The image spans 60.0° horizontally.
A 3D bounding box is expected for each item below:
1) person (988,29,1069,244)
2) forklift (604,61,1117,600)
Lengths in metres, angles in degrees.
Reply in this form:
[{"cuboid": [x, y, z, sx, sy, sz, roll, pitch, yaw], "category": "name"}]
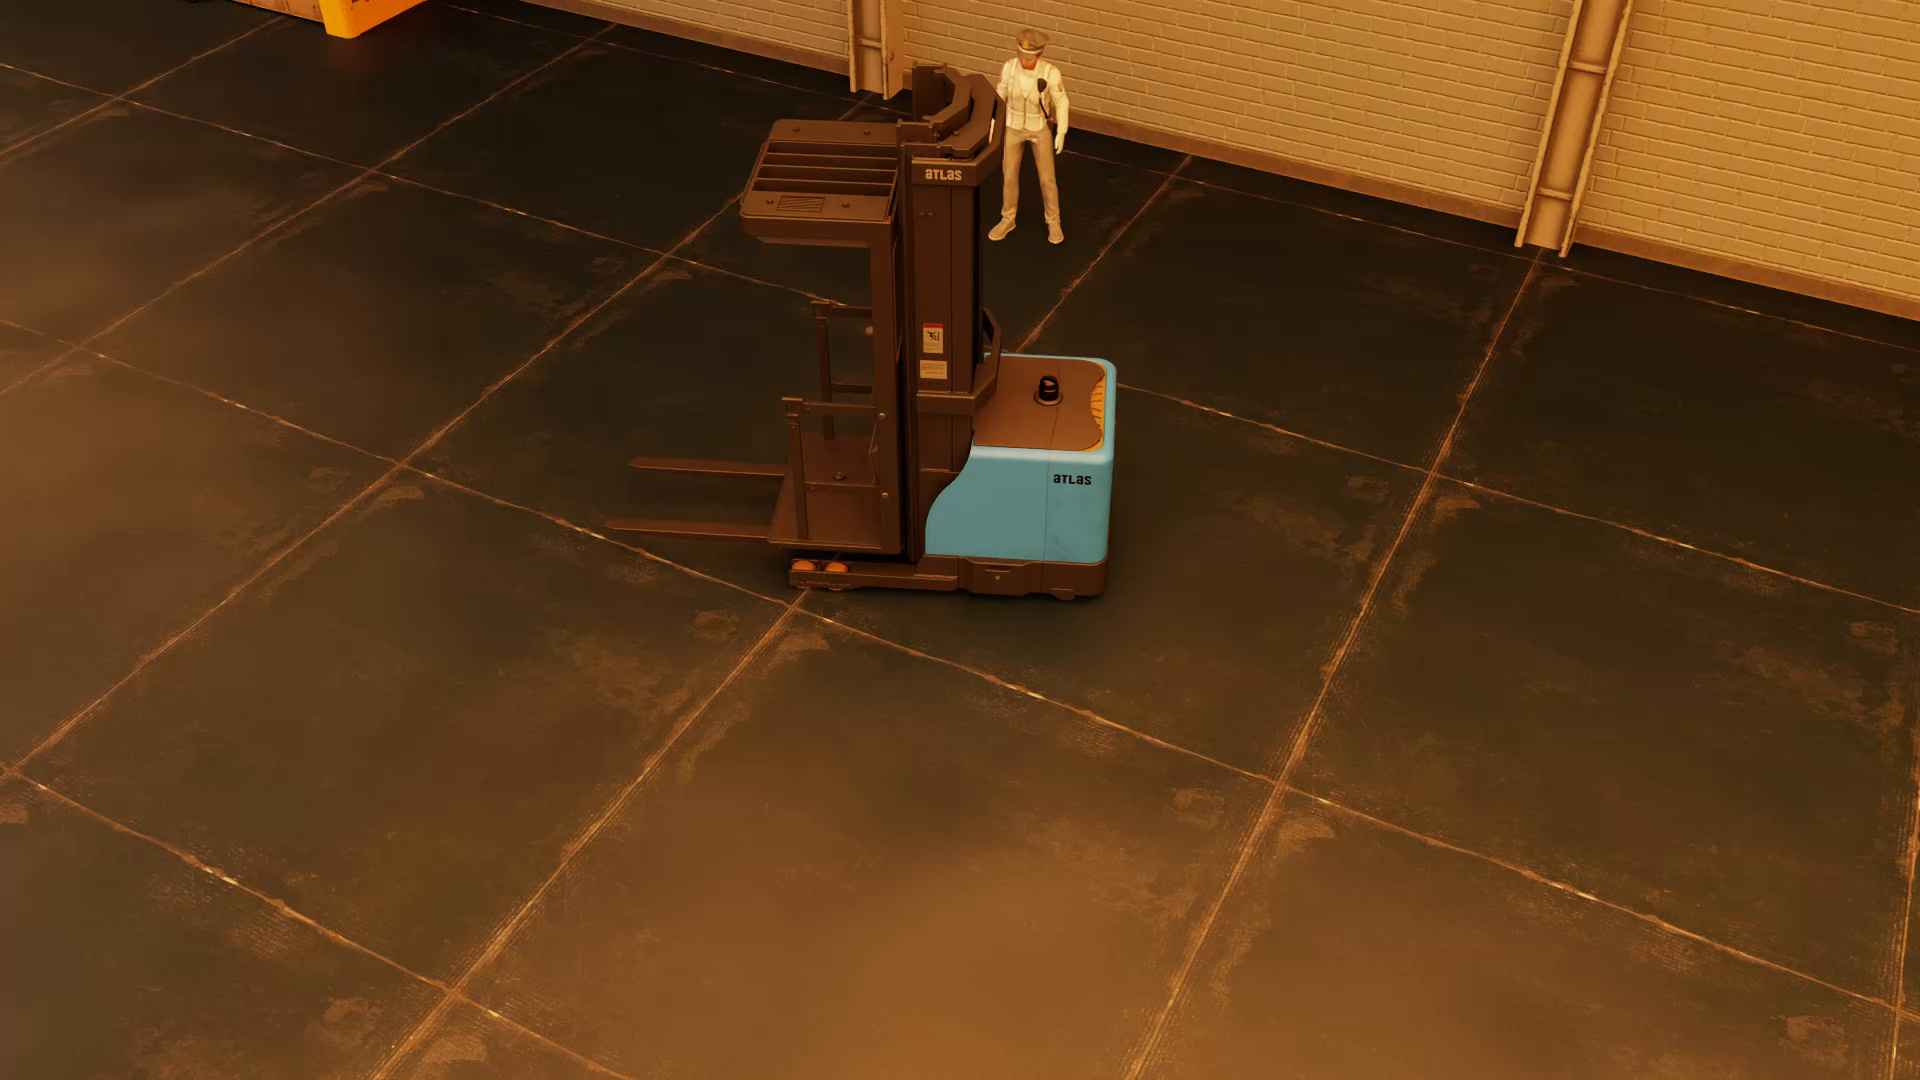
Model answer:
[{"cuboid": [0.521, -3.081, 12.632, 0.633, 1.670, 0.417, 9, 41, 10], "category": "person"}, {"cuboid": [-0.606, -1.157, 9.360, 3.031, 2.935, 1.130, 3, 40, 4], "category": "forklift"}]
